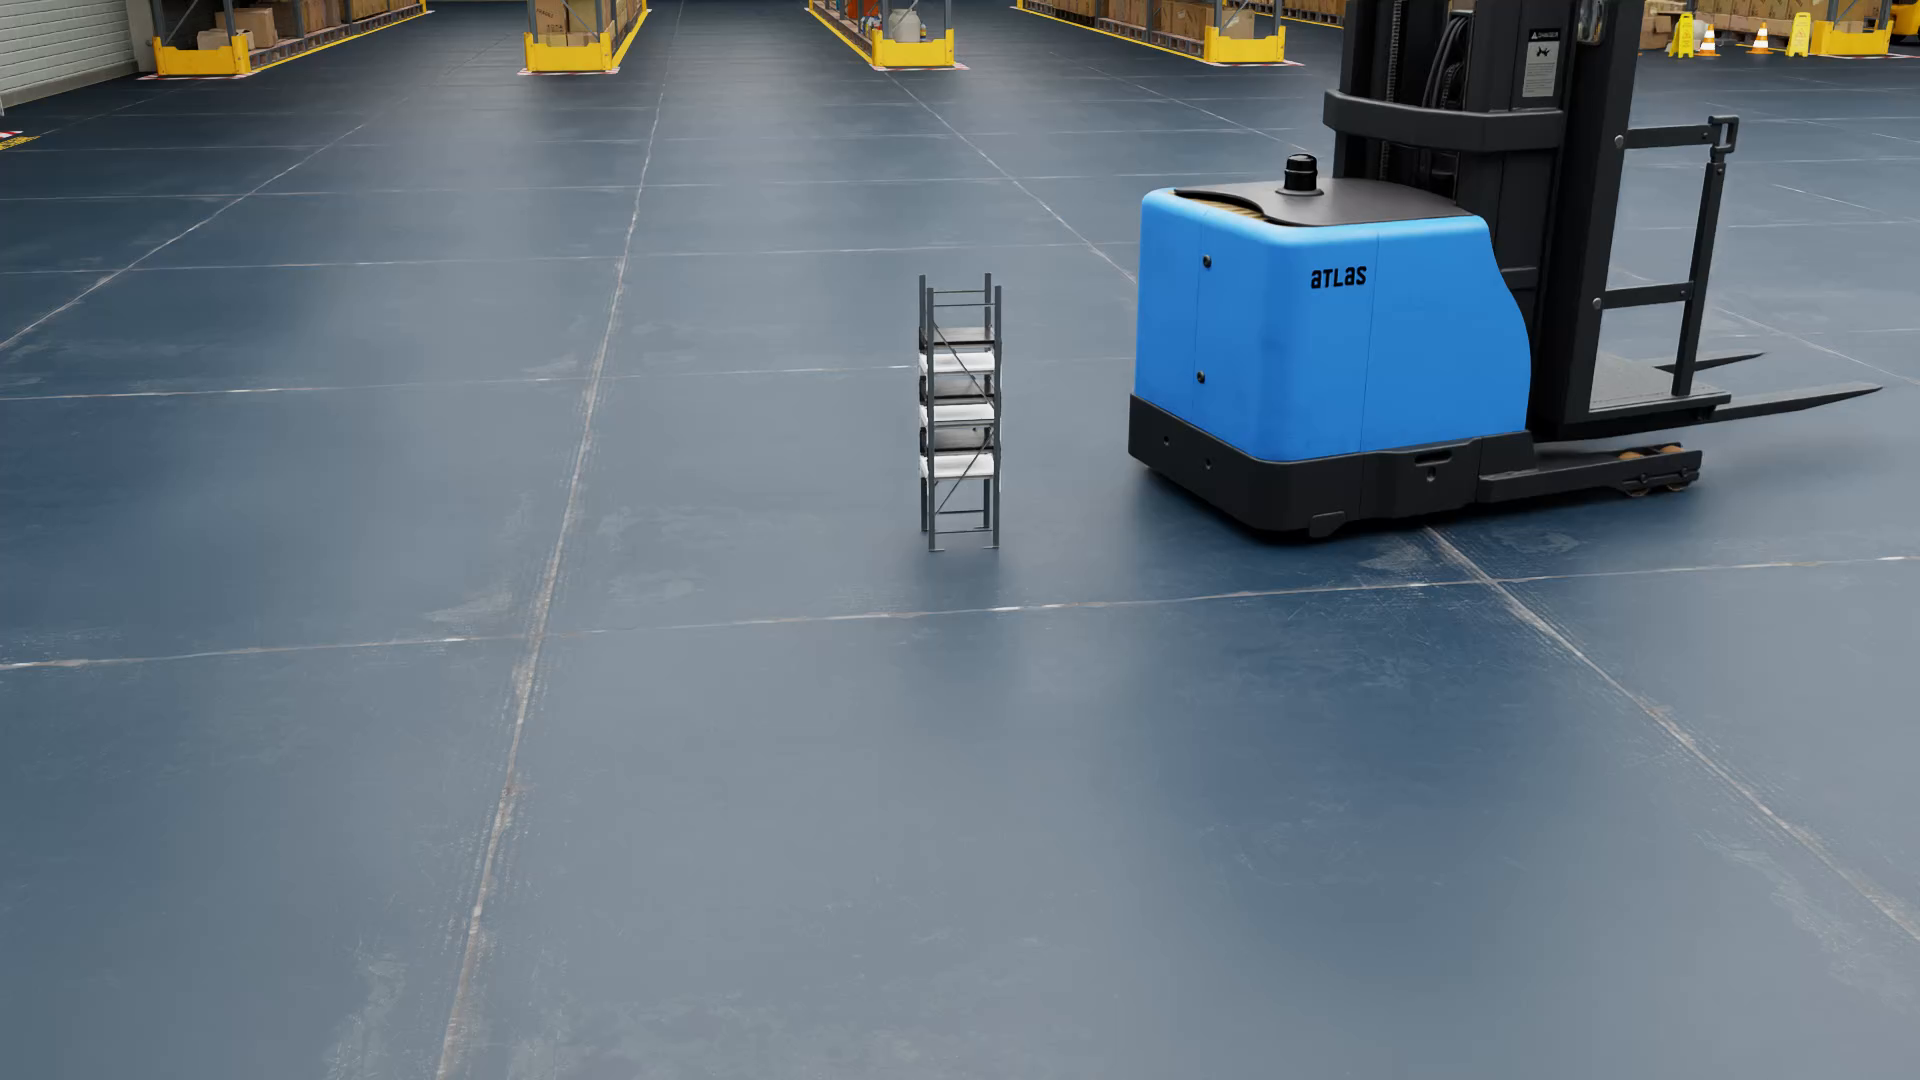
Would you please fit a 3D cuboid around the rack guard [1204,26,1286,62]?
[{"bbox_3d":[4.261,-7.437,24.913,1.175,0.500,0.348,-3,21,-8],"label":"rack guard"}]

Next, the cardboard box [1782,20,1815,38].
[{"bbox_3d":[13.693,-8.265,26.886,0.500,0.250,0.500,-3,21,-8],"label":"cardboard box"}]

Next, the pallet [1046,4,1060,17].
[{"bbox_3d":[2.510,-11.697,36.733,1.003,0.211,1.213,-3,21,-8],"label":"pallet"}]

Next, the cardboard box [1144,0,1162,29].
[{"bbox_3d":[3.628,-9.215,29.046,0.700,0.500,0.500,-5,21,-12],"label":"cardboard box"}]

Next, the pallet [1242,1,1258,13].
[{"bbox_3d":[7.154,-12.299,38.345,1.003,0.211,1.213,-3,21,-8],"label":"pallet"}]

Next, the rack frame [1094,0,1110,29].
[{"bbox_3d":[3.119,-11.351,31.821,1.000,3.000,0.127,-3,21,-8],"label":"rack frame"}]

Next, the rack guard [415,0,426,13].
[{"bbox_3d":[-12.742,-12.209,37.690,1.175,0.500,0.348,-3,21,-8],"label":"rack guard"}]

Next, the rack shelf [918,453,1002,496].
[{"bbox_3d":[-0.001,-0.225,5.641,0.258,0.077,0.200,-3,21,-8],"label":"rack shelf"}]

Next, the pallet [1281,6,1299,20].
[{"bbox_3d":[7.579,-11.376,35.872,1.003,0.211,1.213,-3,21,-8],"label":"pallet"}]

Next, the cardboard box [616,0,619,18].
[{"bbox_3d":[-5.921,-8.795,27.505,0.500,0.311,0.500,-3,21,-8],"label":"cardboard box"}]

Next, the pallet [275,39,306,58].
[{"bbox_3d":[-10.877,-7.680,25.977,1.003,0.211,1.213,-3,21,-8],"label":"pallet"}]

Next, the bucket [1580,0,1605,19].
[{"bbox_3d":[10.919,-9.429,29.181,0.726,0.611,0.620,4,11,11],"label":"bucket"}]

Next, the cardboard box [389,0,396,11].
[{"bbox_3d":[-12.169,-11.277,34.594,0.700,0.500,0.500,-3,21,-7],"label":"cardboard box"}]

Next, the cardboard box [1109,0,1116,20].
[{"bbox_3d":[3.235,-10.155,31.563,0.700,0.500,0.500,-4,21,-11],"label":"cardboard box"}]

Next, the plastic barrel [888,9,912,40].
[{"bbox_3d":[-0.872,-7.761,25.163,0.421,0.512,0.421,0,20,0],"label":"plastic barrel"}]

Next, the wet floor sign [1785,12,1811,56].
[{"bbox_3d":[13.047,-7.859,25.835,0.267,0.644,0.232,4,21,11],"label":"wet floor sign"}]

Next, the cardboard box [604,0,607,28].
[{"bbox_3d":[-5.547,-7.885,24.800,0.500,0.500,0.500,-3,21,-8],"label":"cardboard box"}]

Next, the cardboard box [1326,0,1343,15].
[{"bbox_3d":[7.688,-10.807,33.336,0.500,0.500,0.500,-3,21,-8],"label":"cardboard box"}]

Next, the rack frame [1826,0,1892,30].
[{"bbox_3d":[14.079,-9.081,25.744,1.000,3.000,0.127,-3,21,-8],"label":"rack frame"}]

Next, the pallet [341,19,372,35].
[{"bbox_3d":[-11.625,-9.572,31.044,1.003,0.211,1.213,-3,21,-8],"label":"pallet"}]

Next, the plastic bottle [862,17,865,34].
[{"bbox_3d":[-1.520,-8.404,27.193,0.152,0.276,0.135,-2,21,-6],"label":"plastic bottle"}]

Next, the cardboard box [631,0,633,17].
[{"bbox_3d":[-6.615,-10.415,32.258,0.500,0.500,0.500,-3,21,-8],"label":"cardboard box"}]

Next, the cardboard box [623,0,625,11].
[{"bbox_3d":[-6.284,-9.676,29.863,0.500,0.311,0.500,-3,21,-9],"label":"cardboard box"}]

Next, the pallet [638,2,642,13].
[{"bbox_3d":[-7.711,-12.014,37.582,1.003,0.211,1.213,-3,21,-8],"label":"pallet"}]

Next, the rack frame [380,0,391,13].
[{"bbox_3d":[-12.162,-11.987,33.523,1.000,3.000,0.127,-3,21,-8],"label":"rack frame"}]

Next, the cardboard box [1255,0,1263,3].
[{"bbox_3d":[6.922,-12.290,37.808,0.380,0.149,0.250,-3,21,-8],"label":"cardboard box"}]

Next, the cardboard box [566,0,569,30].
[{"bbox_3d":[-6.062,-7.859,24.729,0.500,0.500,0.500,-3,21,-8],"label":"cardboard box"}]

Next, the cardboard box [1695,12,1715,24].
[{"bbox_3d":[13.320,-9.157,29.276,0.500,0.250,0.500,-4,21,-10],"label":"cardboard box"}]

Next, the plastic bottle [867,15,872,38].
[{"bbox_3d":[-1.411,-8.169,26.458,0.144,0.351,0.185,-3,21,-8],"label":"plastic bottle"}]

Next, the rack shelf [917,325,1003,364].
[{"bbox_3d":[-0.001,-0.646,5.483,0.258,0.077,0.200,-3,21,-8],"label":"rack shelf"}]

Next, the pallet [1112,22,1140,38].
[{"bbox_3d":[3.403,-9.353,30.456,1.003,0.211,1.213,-3,21,-8],"label":"pallet"}]

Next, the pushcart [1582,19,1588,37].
[{"bbox_3d":[11.253,-9.106,29.556,1.648,0.377,0.936,-11,23,-26],"label":"pushcart"}]

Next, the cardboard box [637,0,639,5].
[{"bbox_3d":[-7.408,-12.035,36.952,0.500,0.250,0.500,-3,21,-8],"label":"cardboard box"}]

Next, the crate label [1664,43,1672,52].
[{"bbox_3d":[11.516,-7.919,26.724,0.250,0.136,0.298,-15,25,-35],"label":"crate label"}]

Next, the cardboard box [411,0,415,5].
[{"bbox_3d":[-12.539,-12.160,36.959,0.700,0.500,0.500,-3,21,-8],"label":"cardboard box"}]

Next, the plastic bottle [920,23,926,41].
[{"bbox_3d":[-0.582,-7.903,25.860,0.097,0.271,0.097,0,20,0],"label":"plastic bottle"}]

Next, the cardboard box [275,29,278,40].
[{"bbox_3d":[-10.902,-7.912,26.034,0.380,0.166,0.250,-6,21,-15],"label":"cardboard box"}]

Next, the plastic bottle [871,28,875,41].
[{"bbox_3d":[-1.327,-7.841,25.792,0.097,0.201,0.097,0,20,0],"label":"plastic bottle"}]

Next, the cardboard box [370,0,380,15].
[{"bbox_3d":[-11.809,-10.650,32.417,0.750,0.750,0.750,-2,21,-6],"label":"cardboard box"}]

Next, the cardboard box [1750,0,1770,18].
[{"bbox_3d":[13.561,-8.961,27.680,0.500,0.500,0.500,-3,21,-9],"label":"cardboard box"}]

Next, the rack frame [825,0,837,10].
[{"bbox_3d":[-2.359,-12.486,34.861,1.000,3.000,0.127,-3,21,-8],"label":"rack frame"}]

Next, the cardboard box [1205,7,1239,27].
[{"bbox_3d":[4.079,-8.030,25.900,0.500,0.500,0.500,2,21,6],"label":"cardboard box"}]

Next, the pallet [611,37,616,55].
[{"bbox_3d":[-6.035,-7.884,26.524,1.003,0.211,1.213,-3,21,-8],"label":"pallet"}]

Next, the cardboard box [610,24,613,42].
[{"bbox_3d":[-5.676,-7.881,25.860,0.500,0.250,0.500,-3,21,-8],"label":"cardboard box"}]

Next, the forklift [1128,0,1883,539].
[{"bbox_3d":[2.216,-1.693,6.059,3.031,2.935,1.130,-8,22,-21],"label":"forklift"}]

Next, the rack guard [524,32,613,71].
[{"bbox_3d":[-5.528,-6.904,23.486,1.175,0.500,0.348,-3,21,-8],"label":"rack guard"}]

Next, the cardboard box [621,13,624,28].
[{"bbox_3d":[-6.143,-9.061,29.020,0.500,0.250,0.500,-3,21,-7],"label":"cardboard box"}]

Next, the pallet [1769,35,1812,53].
[{"bbox_3d":[13.986,-8.084,27.060,1.003,0.211,1.213,-3,21,-8],"label":"pallet"}]

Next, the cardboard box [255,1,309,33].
[{"bbox_3d":[-11.256,-8.682,27.619,0.700,0.500,0.500,-3,21,-9],"label":"cardboard box"}]

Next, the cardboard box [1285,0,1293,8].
[{"bbox_3d":[7.309,-11.708,35.749,0.500,0.500,0.500,-2,21,-6],"label":"cardboard box"}]

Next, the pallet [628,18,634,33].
[{"bbox_3d":[-6.755,-9.807,31.672,1.003,0.211,1.213,-3,21,-8],"label":"pallet"}]

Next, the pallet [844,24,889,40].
[{"bbox_3d":[-1.536,-9.104,29.789,1.003,0.211,1.213,-3,21,-8],"label":"pallet"}]

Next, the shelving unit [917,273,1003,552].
[{"bbox_3d":[-0.001,-0.424,5.566,0.258,0.900,0.210,-3,21,-8],"label":"shelving unit"}]

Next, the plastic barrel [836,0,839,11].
[{"bbox_3d":[-2.297,-11.511,34.648,0.600,0.901,0.708,-3,21,-8],"label":"plastic barrel"}]
